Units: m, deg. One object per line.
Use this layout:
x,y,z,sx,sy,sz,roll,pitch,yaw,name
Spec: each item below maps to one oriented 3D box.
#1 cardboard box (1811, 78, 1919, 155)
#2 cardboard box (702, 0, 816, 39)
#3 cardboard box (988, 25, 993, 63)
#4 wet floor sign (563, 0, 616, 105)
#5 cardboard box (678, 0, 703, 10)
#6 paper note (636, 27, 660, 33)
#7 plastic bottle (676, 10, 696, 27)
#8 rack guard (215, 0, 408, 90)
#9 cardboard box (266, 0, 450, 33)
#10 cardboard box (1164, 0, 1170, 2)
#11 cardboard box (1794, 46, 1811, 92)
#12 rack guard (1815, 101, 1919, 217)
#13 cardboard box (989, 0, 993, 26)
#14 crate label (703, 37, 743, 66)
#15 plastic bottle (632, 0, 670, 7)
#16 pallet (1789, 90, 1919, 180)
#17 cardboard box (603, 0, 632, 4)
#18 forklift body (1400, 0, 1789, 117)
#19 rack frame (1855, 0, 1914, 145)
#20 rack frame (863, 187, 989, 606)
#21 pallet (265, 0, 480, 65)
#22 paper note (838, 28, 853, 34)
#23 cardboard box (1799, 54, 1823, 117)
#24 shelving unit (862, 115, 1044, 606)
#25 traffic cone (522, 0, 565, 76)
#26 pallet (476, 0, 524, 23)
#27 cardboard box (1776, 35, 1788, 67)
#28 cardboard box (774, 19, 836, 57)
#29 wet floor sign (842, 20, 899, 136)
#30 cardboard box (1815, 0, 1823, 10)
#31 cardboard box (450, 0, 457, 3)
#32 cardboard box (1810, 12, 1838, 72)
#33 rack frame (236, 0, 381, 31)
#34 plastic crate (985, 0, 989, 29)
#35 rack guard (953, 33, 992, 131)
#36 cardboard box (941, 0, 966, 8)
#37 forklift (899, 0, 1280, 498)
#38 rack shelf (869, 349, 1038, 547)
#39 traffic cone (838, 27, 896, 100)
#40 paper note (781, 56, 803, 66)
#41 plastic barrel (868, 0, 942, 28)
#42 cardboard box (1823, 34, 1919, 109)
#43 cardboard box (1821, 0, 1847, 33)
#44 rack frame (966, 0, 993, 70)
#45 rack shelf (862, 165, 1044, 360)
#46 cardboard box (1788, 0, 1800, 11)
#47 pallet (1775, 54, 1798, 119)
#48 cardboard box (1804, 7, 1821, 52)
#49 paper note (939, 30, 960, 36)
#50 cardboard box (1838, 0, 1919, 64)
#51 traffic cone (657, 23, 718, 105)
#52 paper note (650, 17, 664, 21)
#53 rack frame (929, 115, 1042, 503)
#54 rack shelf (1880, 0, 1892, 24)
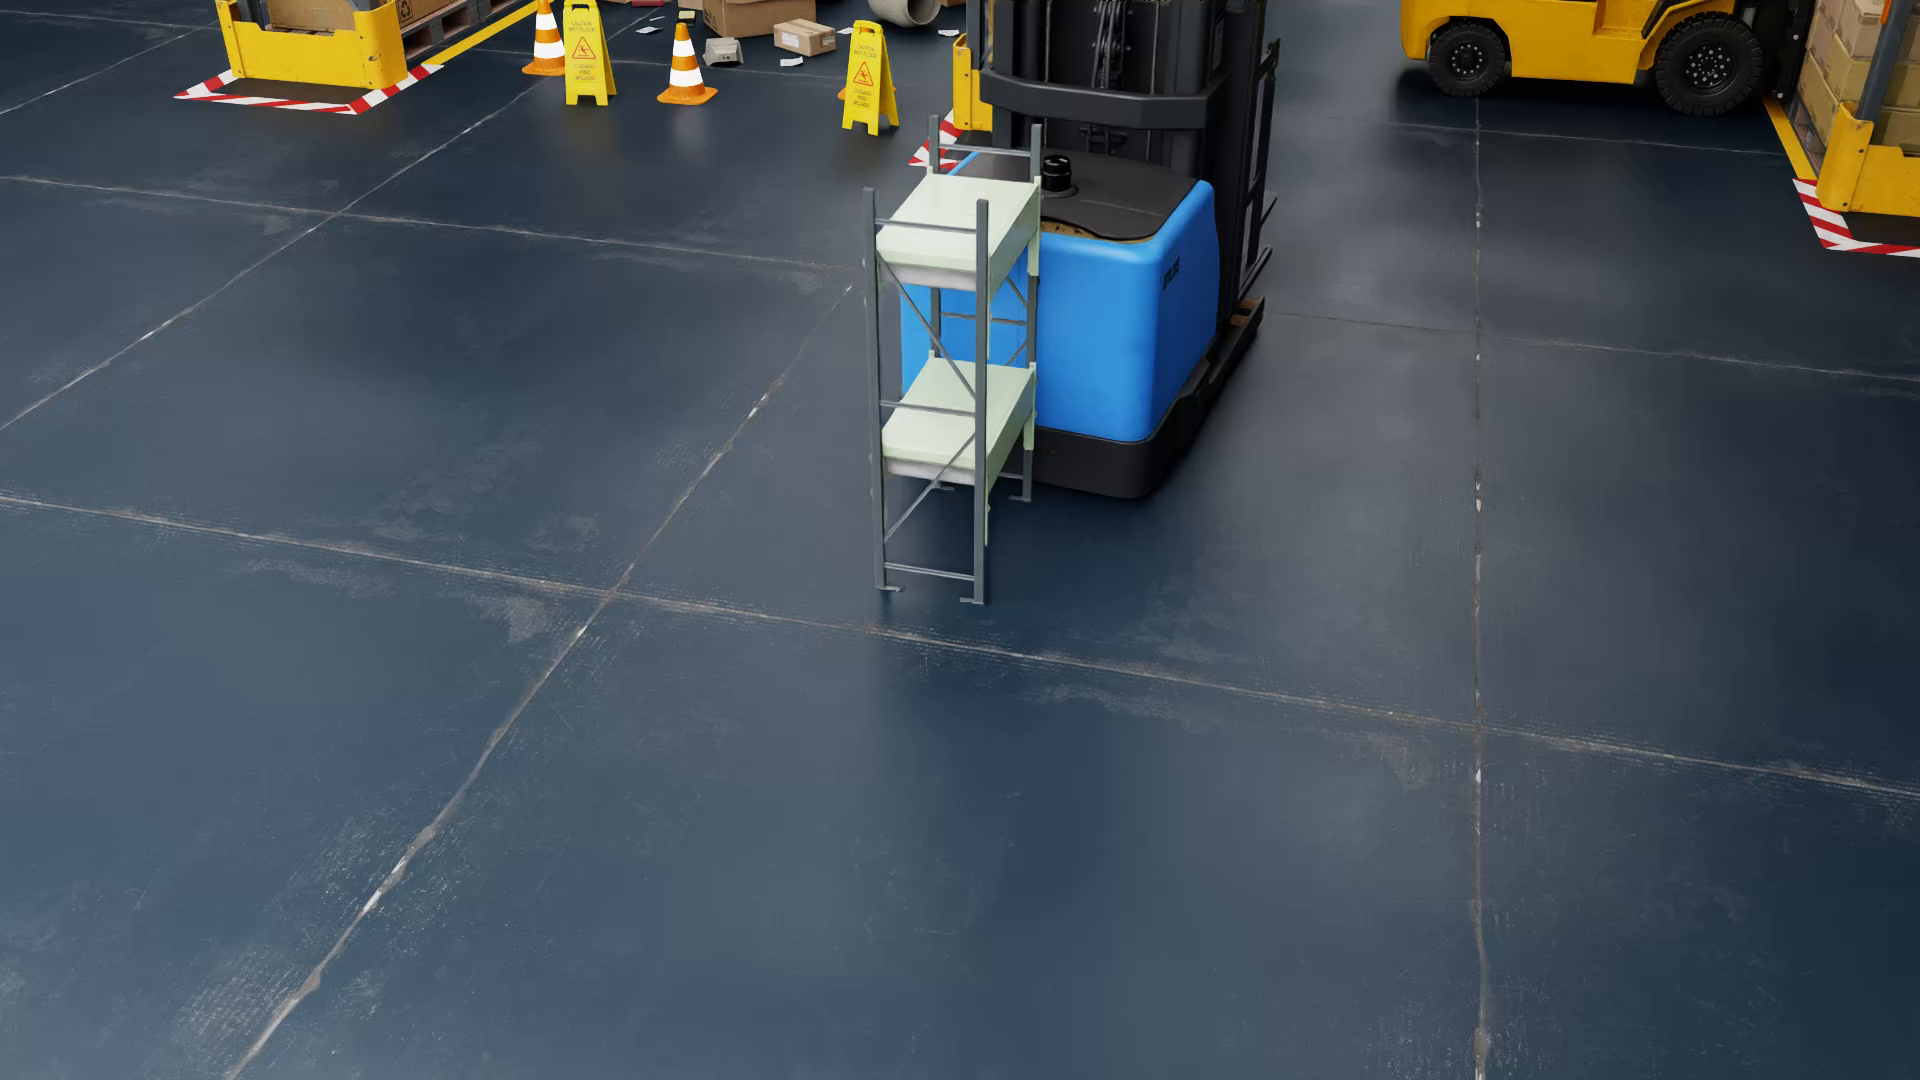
5.150,-2.398,9.397,0.500,0.250,0.500,8,33,13,cardboard box
-1.469,-3.970,12.027,0.797,0.503,0.637,-14,35,-21,cardboard box
0.485,-3.253,10.743,0.500,0.250,0.500,8,33,12,cardboard box
-2.372,-3.111,10.542,0.267,0.644,0.232,3,33,4,wet floor sign
-1.919,-4.168,12.560,0.396,0.266,0.258,14,35,21,cardboard box
-2.250,-3.697,12.038,0.144,0.017,0.142,20,38,29,paper note
-2.013,-3.848,12.245,0.133,0.061,0.283,-3,33,-4,plastic bottle
-4.286,-3.322,11.009,1.175,0.500,0.348,8,33,12,rack guard
-4.171,-4.031,11.384,0.875,0.875,0.875,8,33,13,cardboard box
1.140,-3.766,10.851,0.500,0.500,0.500,7,33,11,cardboard box
5.421,-2.913,10.207,0.500,0.250,0.500,8,33,13,cardboard box
5.330,-2.027,8.972,1.175,0.500,0.348,8,33,12,rack guard
0.485,-3.552,10.515,0.500,0.500,0.500,8,33,13,cardboard box
-1.625,-3.350,11.391,0.250,0.136,0.298,-8,33,-13,crate label
-2.345,-4.097,12.637,0.283,0.061,0.133,-3,33,-4,plastic bottle
5.490,-2.320,9.702,1.003,0.211,1.213,8,33,12,pallet
-2.666,-4.466,12.807,0.500,0.500,0.500,14,35,21,cardboard box
4.053,-3.968,10.487,2.313,2.155,1.214,8,33,12,forklift body
5.336,-3.094,8.321,1.000,3.000,0.127,8,33,12,rack frame
-0.108,-0.433,5.533,0.400,1.500,0.023,8,33,13,rack frame
-4.152,-3.638,11.776,1.003,0.211,1.213,8,33,12,pallet
-0.791,-3.692,12.040,0.148,0.019,0.142,20,38,29,paper note
5.285,-2.654,9.801,0.500,0.250,0.500,8,33,12,cardboard box
-0.010,-0.622,5.831,0.431,1.500,0.755,8,33,13,shelving unit
-2.771,-3.401,11.168,0.336,0.463,0.334,8,33,12,traffic cone
-3.841,-4.269,12.769,1.003,0.211,1.213,8,33,12,pallet
5.531,-3.185,10.636,0.500,0.250,0.500,9,34,14,cardboard box
-1.087,-3.520,11.648,0.380,0.149,0.250,28,42,36,cardboard box
-0.549,-2.821,10.087,0.267,0.644,0.232,20,38,29,wet floor sign
5.394,-3.343,9.952,0.500,0.250,0.500,8,33,13,cardboard box
-3.950,-4.488,12.102,0.875,0.875,0.875,8,33,12,cardboard box
5.295,-2.876,9.683,0.500,0.250,0.500,8,33,12,cardboard box
-4.279,-4.389,10.358,1.000,3.000,0.127,8,33,12,rack frame
0.358,-3.908,12.323,0.402,0.080,0.583,-3,33,-4,plastic crate
0.553,-2.752,10.114,1.175,0.500,0.348,8,33,12,rack guard
-0.039,-4.419,12.733,0.500,0.500,0.500,-21,38,-29,cardboard box
0.776,-2.176,6.941,1.130,2.935,3.031,12,34,18,forklift
-0.010,-0.347,6.006,0.431,0.370,0.720,8,33,13,rack shelf
-0.604,-3.096,10.689,0.336,0.463,0.334,8,33,12,traffic cone
-1.151,-3.276,11.375,0.148,0.019,0.142,-3,33,-4,paper note
-0.406,-3.959,12.082,0.421,0.421,0.512,-21,38,-29,plastic barrel
5.157,-2.617,9.276,0.500,0.250,0.500,8,33,12,cardboard box
5.275,-3.080,9.538,0.500,0.250,0.500,9,33,13,cardboard box
0.534,-3.768,9.381,1.000,3.000,0.127,8,33,12,rack frame
-0.010,-0.952,5.622,0.431,0.370,0.720,8,33,13,rack shelf
5.536,-3.406,10.517,0.500,0.250,0.500,8,33,12,cardboard box
5.802,-2.951,10.695,1.003,0.211,1.213,8,33,12,pallet
5.406,-3.146,10.109,0.500,0.250,0.500,7,33,11,cardboard box
-0.079,-3.661,11.980,0.142,0.019,0.148,-3,33,-4,paper note
5.152,-2.814,9.120,0.500,0.250,0.500,9,34,14,cardboard box
-1.764,-3.071,10.649,0.336,0.463,0.334,8,33,12,traffic cone
-2.245,-3.863,12.316,0.032,0.001,0.123,28,42,36,paper note
0.087,-0.812,6.129,0.400,1.500,0.023,8,33,13,rack frame
5.844,-3.828,10.146,1.077,0.370,4.000,8,33,12,rack shelf
